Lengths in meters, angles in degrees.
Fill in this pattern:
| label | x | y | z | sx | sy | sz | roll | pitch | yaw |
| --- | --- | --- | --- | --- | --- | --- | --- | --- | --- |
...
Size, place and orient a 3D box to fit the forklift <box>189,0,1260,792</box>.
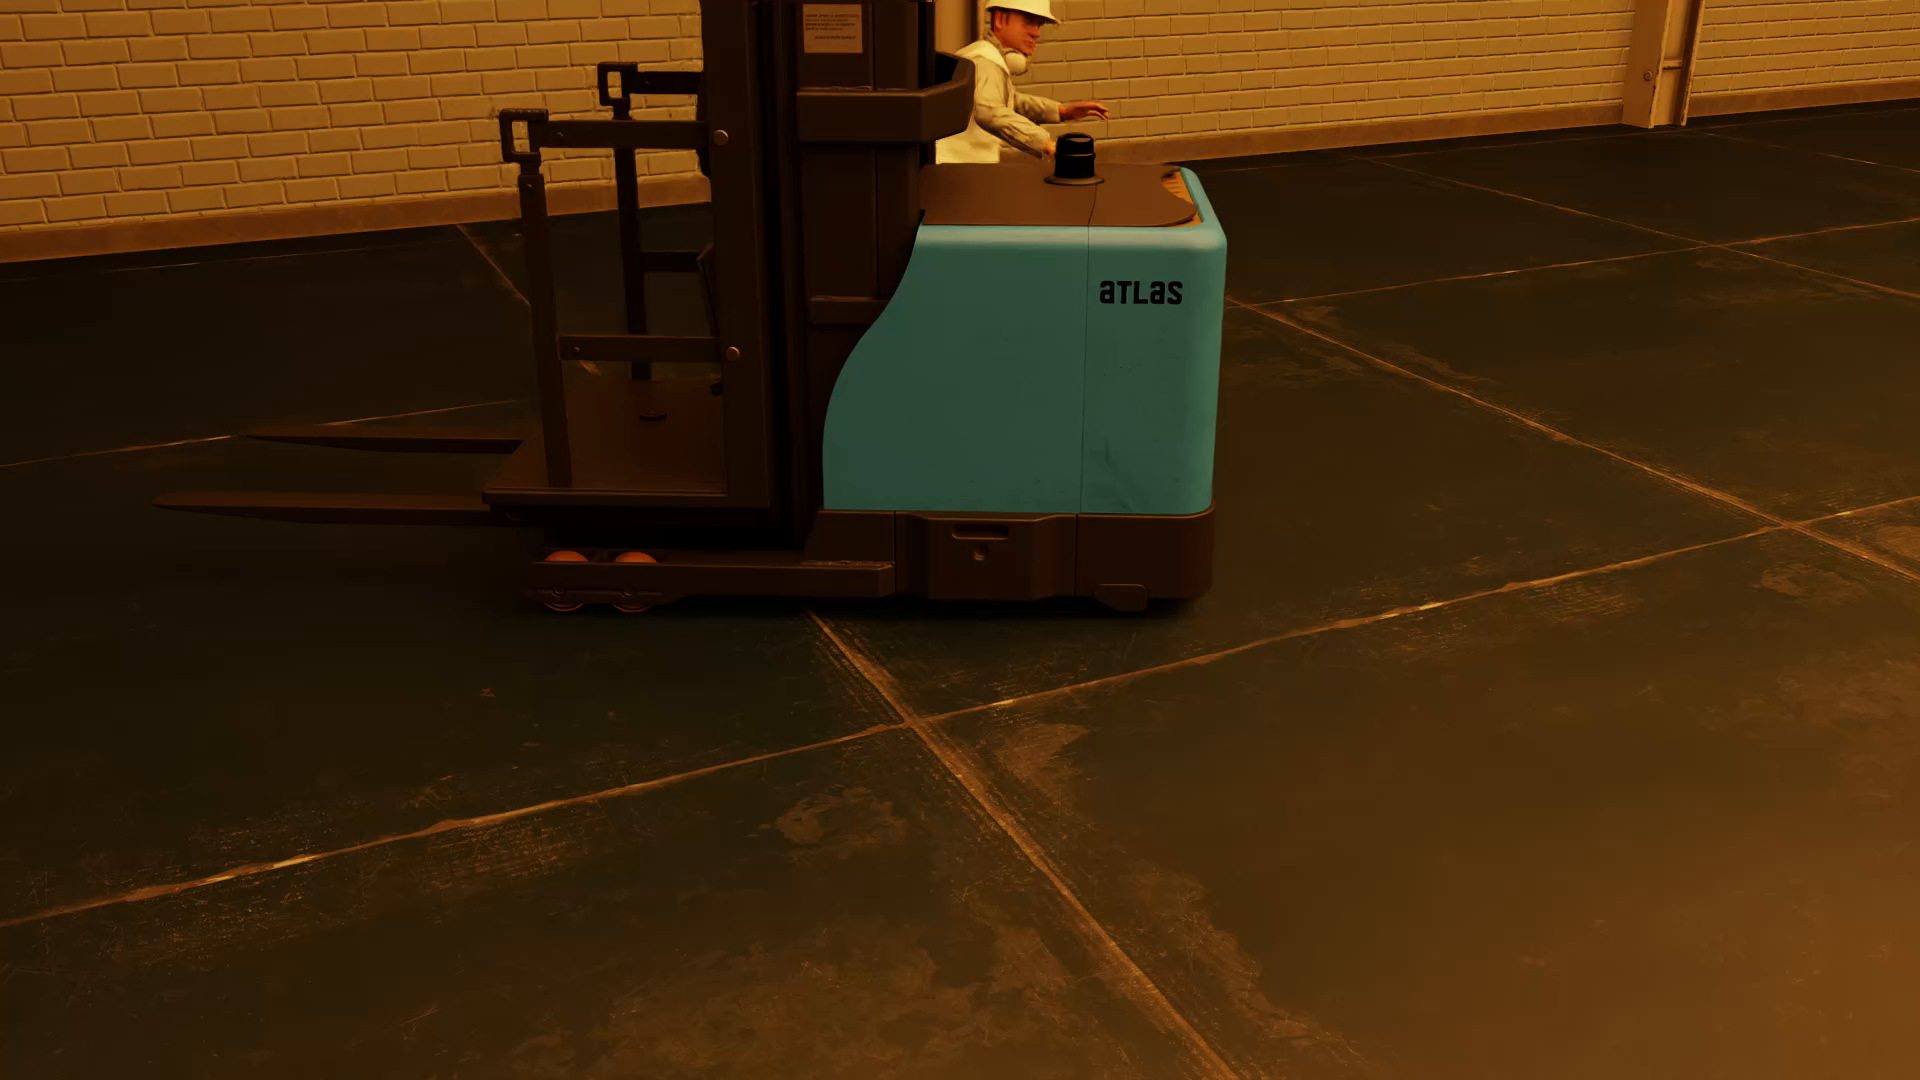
| label | x | y | z | sx | sy | sz | roll | pitch | yaw |
| --- | --- | --- | --- | --- | --- | --- | --- | --- | --- |
| forklift | -0.464 | -1.161 | 4.081 | 1.130 | 2.935 | 3.031 | 19 | 29 | 39 |
